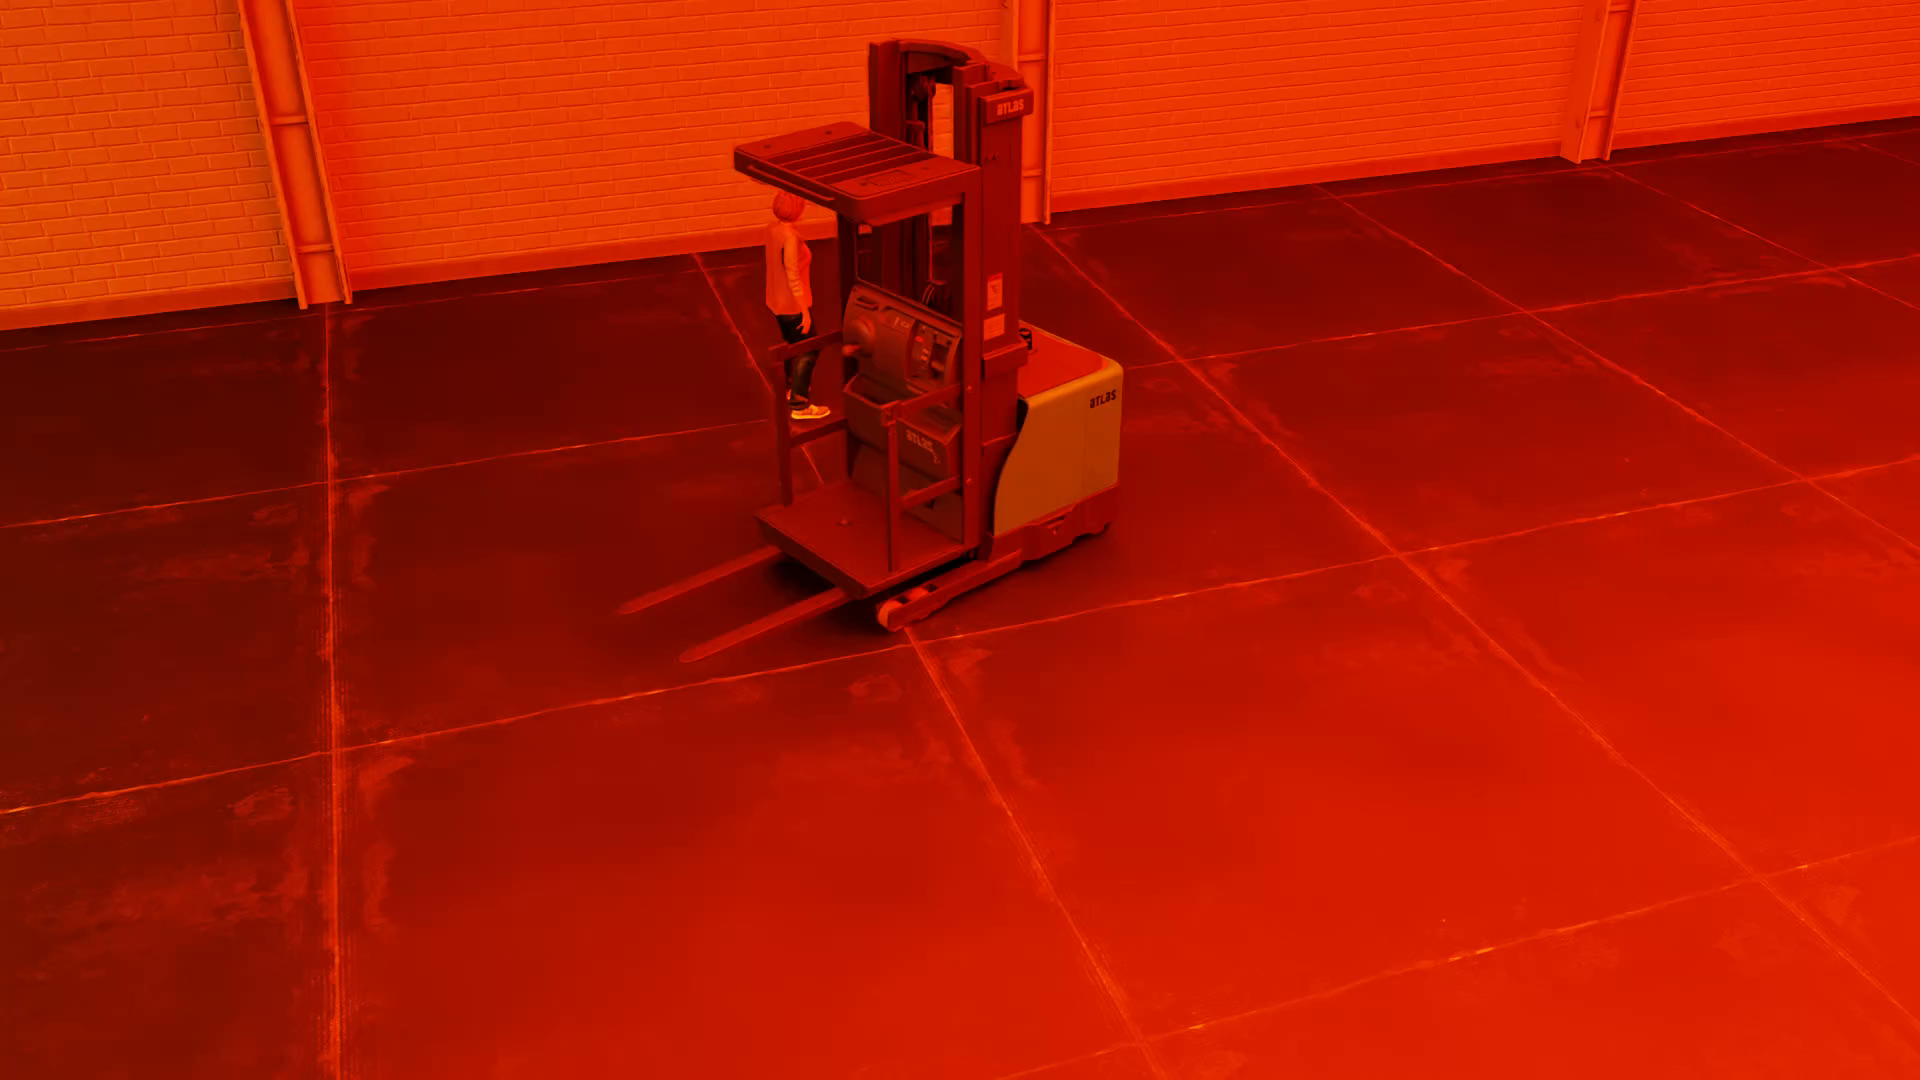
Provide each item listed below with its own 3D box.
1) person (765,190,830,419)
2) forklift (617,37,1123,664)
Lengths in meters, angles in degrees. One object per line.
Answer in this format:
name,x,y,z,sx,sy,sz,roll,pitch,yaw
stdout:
person,-1.119,-1.594,11.208,0.360,1.587,0.583,-15,33,-25
forklift,-0.480,-1.064,8.937,3.031,2.935,1.130,-23,37,-34
